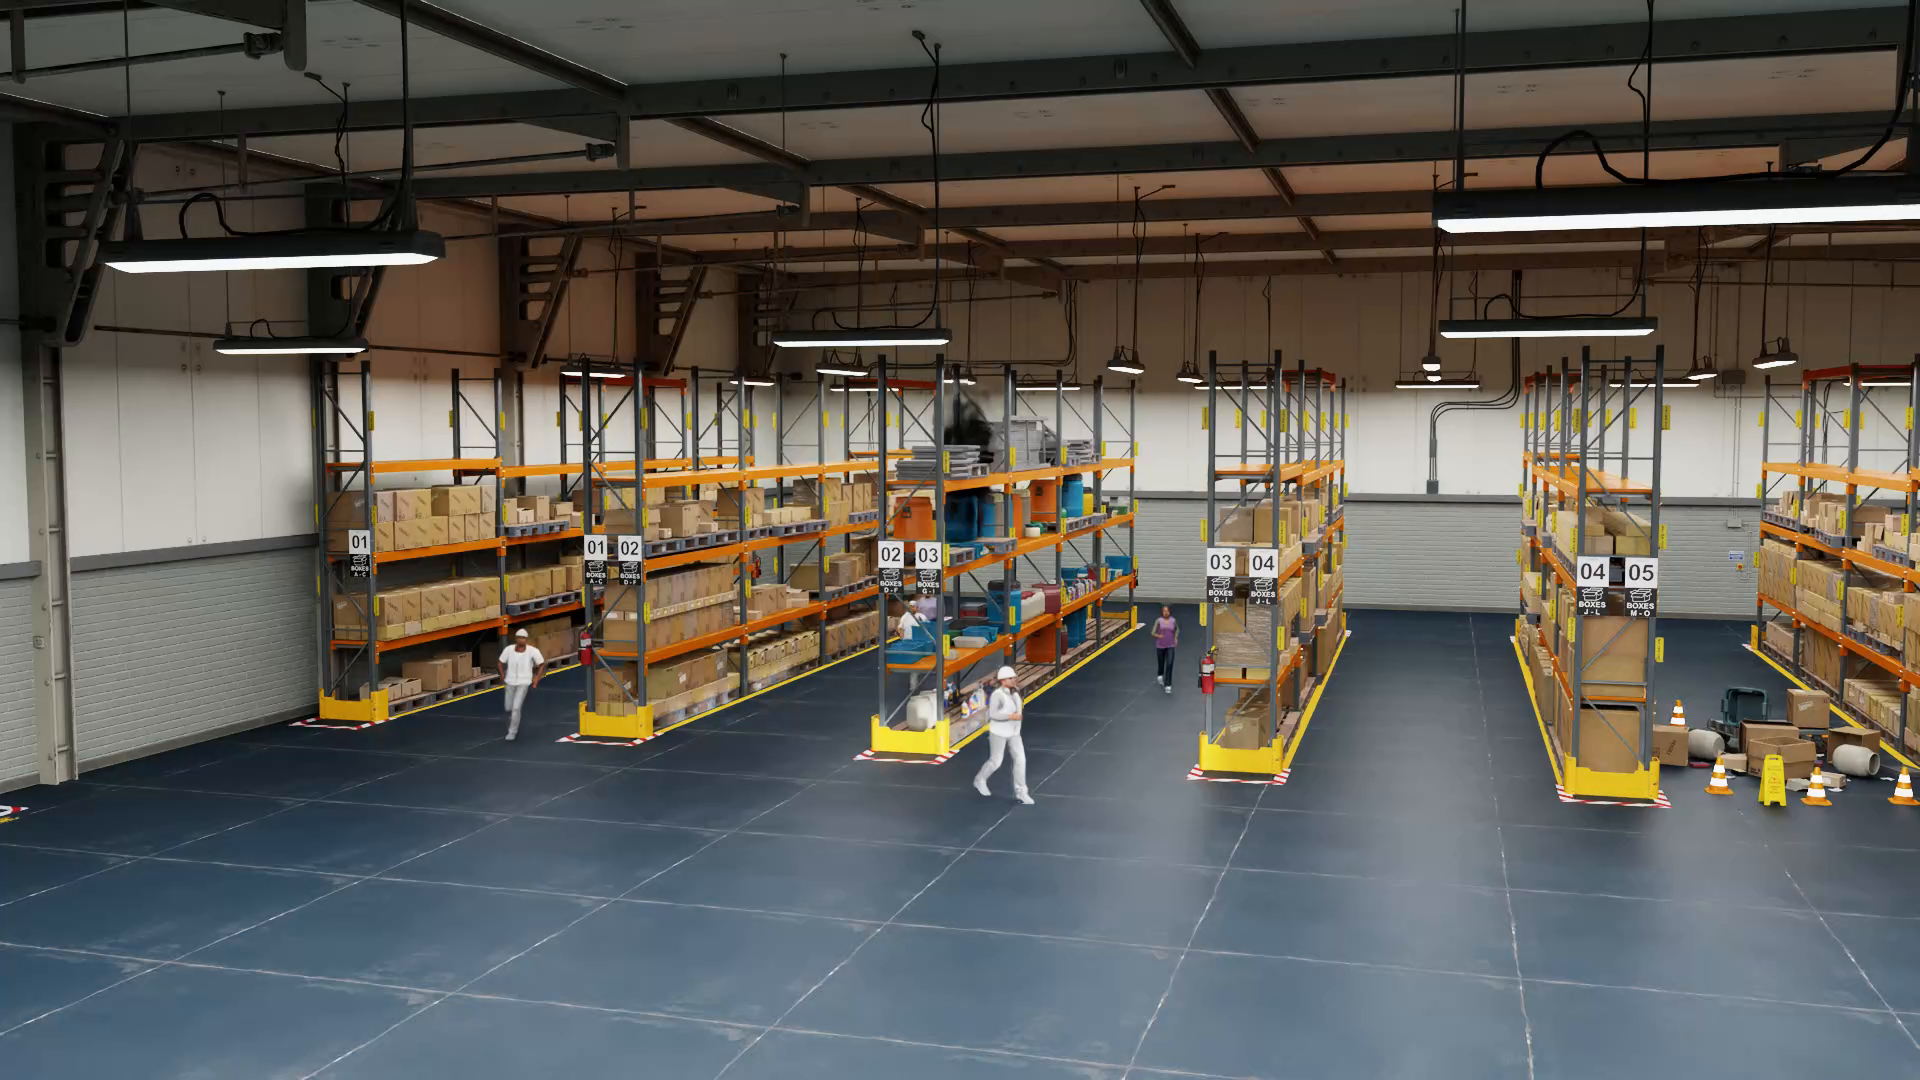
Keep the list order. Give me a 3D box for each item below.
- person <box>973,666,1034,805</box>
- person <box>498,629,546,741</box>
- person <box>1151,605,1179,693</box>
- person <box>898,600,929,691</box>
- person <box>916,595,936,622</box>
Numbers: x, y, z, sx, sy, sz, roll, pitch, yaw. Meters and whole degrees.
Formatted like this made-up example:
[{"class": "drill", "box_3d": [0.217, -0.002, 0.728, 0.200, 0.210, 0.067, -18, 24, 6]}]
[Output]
[{"class": "person", "box_3d": [0.569, 2.543, 21.847, 0.623, 1.790, 0.924, -4, 6, -45]}, {"class": "person", "box_3d": [-6.968, 2.269, 26.404, 0.749, 1.740, 0.743, 0, 4, -2]}, {"class": "person", "box_3d": [3.801, 1.993, 30.729, 0.541, 1.574, 0.867, 0, 4, 0]}, {"class": "person", "box_3d": [-0.870, 1.956, 31.189, 0.607, 1.658, 0.849, 0, 4, 7]}, {"class": "person", "box_3d": [-0.649, 1.775, 33.825, 0.585, 1.688, 0.708, 0, 4, 7]}]
